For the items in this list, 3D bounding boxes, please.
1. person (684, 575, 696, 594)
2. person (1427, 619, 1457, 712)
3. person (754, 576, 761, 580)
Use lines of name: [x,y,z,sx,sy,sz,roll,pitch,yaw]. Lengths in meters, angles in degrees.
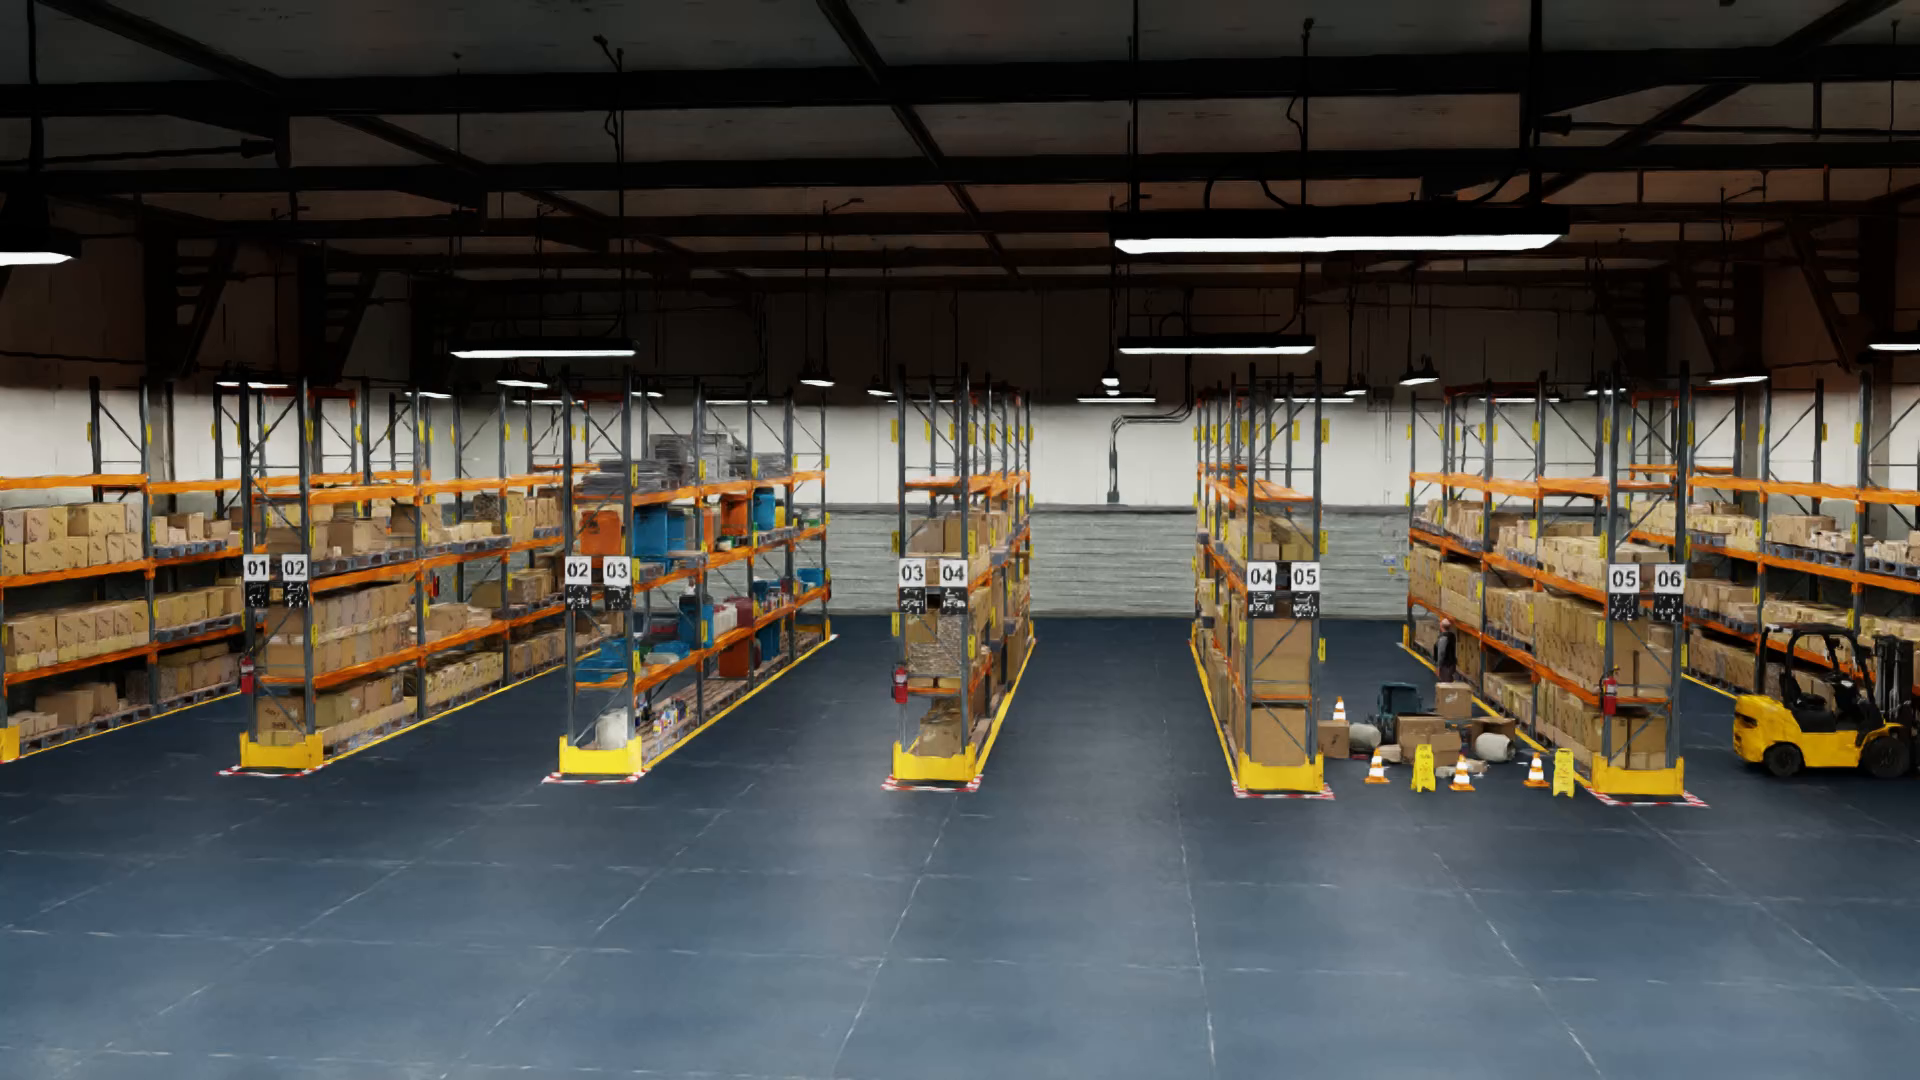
person: [-6.426,1.617,40.030,0.447,1.587,1.078,0,4,4]
person: [8.541,2.242,29.394,0.586,1.718,0.639,2,4,30]
person: [-4.696,1.683,37.786,0.551,1.759,0.651,2,4,25]
